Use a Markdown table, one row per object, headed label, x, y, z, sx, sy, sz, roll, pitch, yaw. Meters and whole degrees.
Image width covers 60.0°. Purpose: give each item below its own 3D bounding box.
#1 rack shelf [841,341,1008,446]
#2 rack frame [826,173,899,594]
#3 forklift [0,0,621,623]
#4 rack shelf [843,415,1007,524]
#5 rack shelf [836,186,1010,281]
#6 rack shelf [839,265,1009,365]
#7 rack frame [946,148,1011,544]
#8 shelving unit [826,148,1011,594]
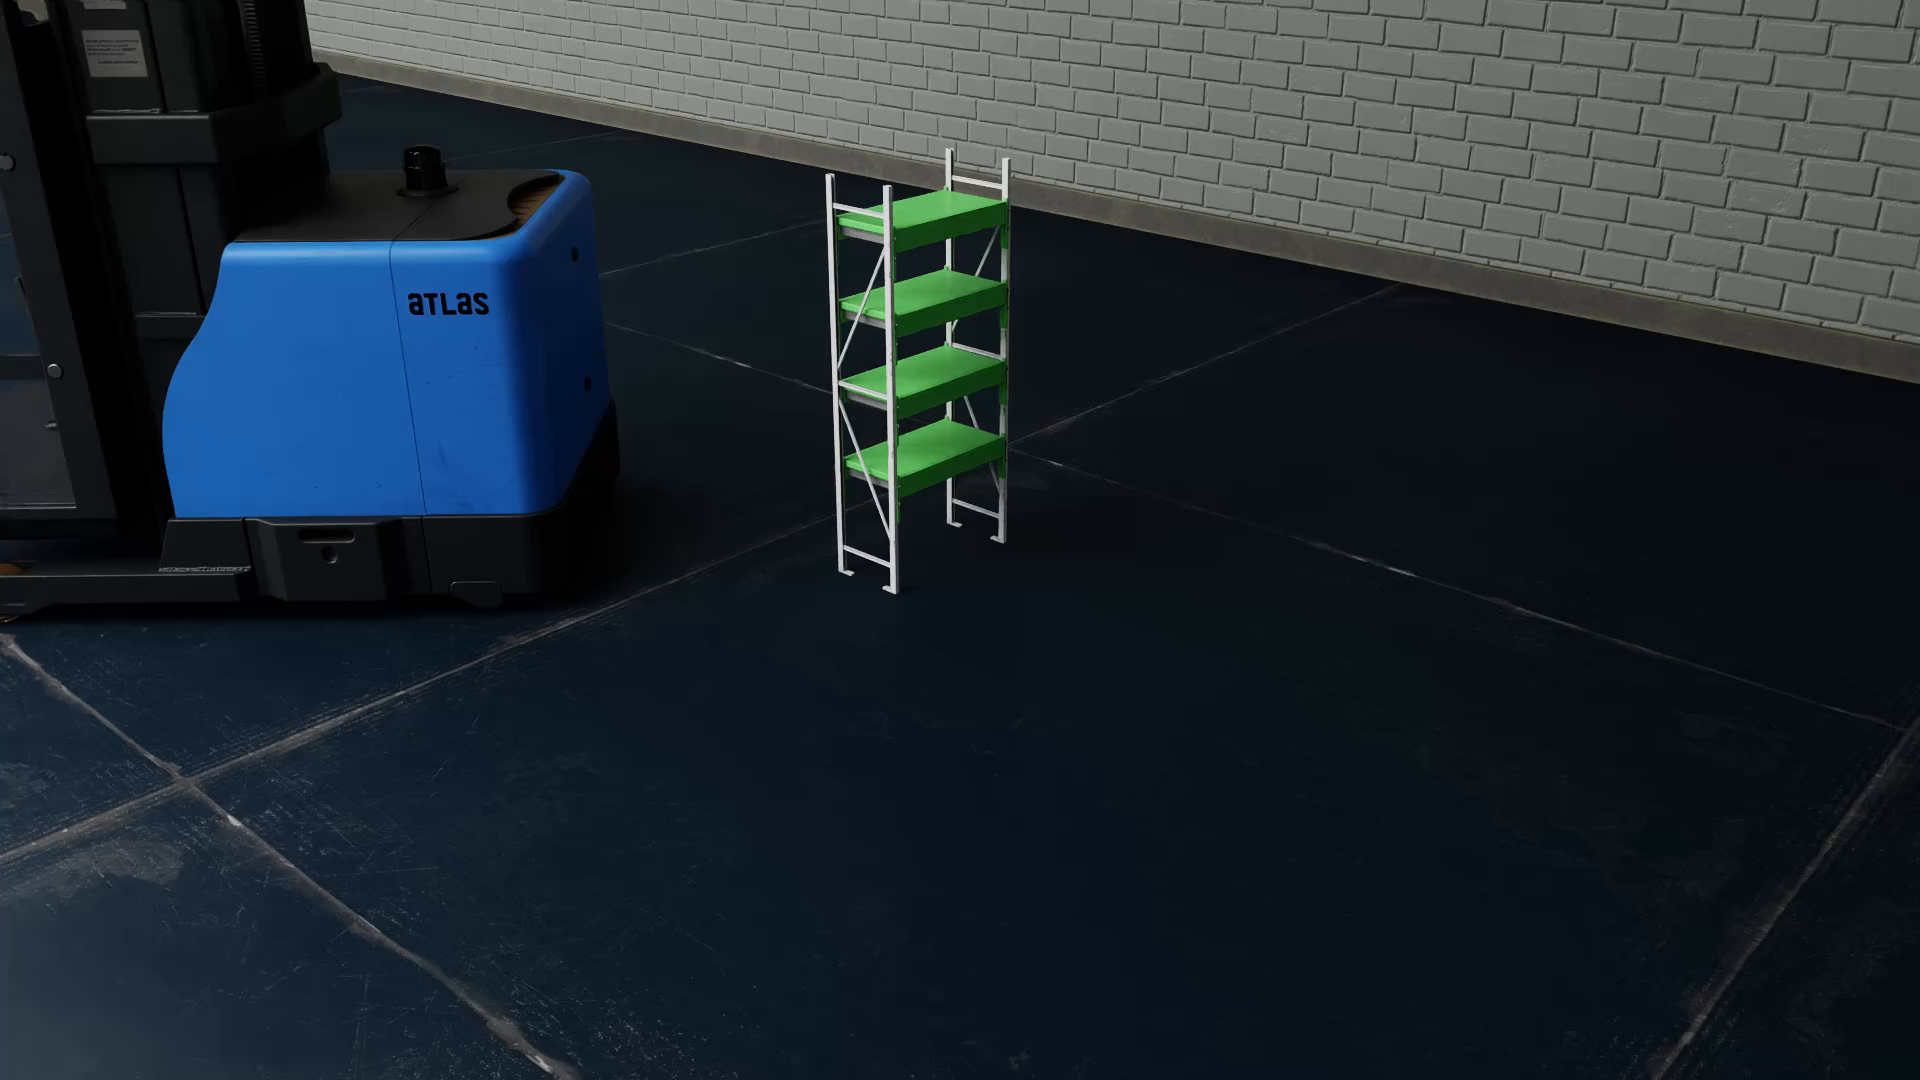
| label | x | y | z | sx | sy | sz | roll | pitch | yaw |
| --- | --- | --- | --- | --- | --- | --- | --- | --- | --- |
| rack shelf | -0.110 | -0.439 | 4.918 | 0.258 | 0.148 | 0.480 | 20 | 31 | 38 |
| rack frame | -0.273 | -0.423 | 4.726 | 0.240 | 1.200 | 0.015 | 20 | 31 | 38 |
| forklift | -2.647 | -1.319 | 4.610 | 3.031 | 2.935 | 1.130 | -1 | 24 | -1 |
| rack shelf | -0.110 | -0.220 | 5.016 | 0.258 | 0.148 | 0.480 | 20 | 31 | 38 |
| rack shelf | -0.110 | -0.877 | 4.722 | 0.258 | 0.148 | 0.480 | 20 | 31 | 38 |
| rack shelf | -0.110 | -0.658 | 4.820 | 0.258 | 0.148 | 0.480 | 20 | 31 | 38 |
| rack frame | 0.052 | -0.571 | 5.058 | 0.240 | 1.200 | 0.015 | 20 | 31 | 38 |
| shelving unit | -0.110 | -0.497 | 4.892 | 0.258 | 1.200 | 0.503 | 20 | 31 | 38 |
